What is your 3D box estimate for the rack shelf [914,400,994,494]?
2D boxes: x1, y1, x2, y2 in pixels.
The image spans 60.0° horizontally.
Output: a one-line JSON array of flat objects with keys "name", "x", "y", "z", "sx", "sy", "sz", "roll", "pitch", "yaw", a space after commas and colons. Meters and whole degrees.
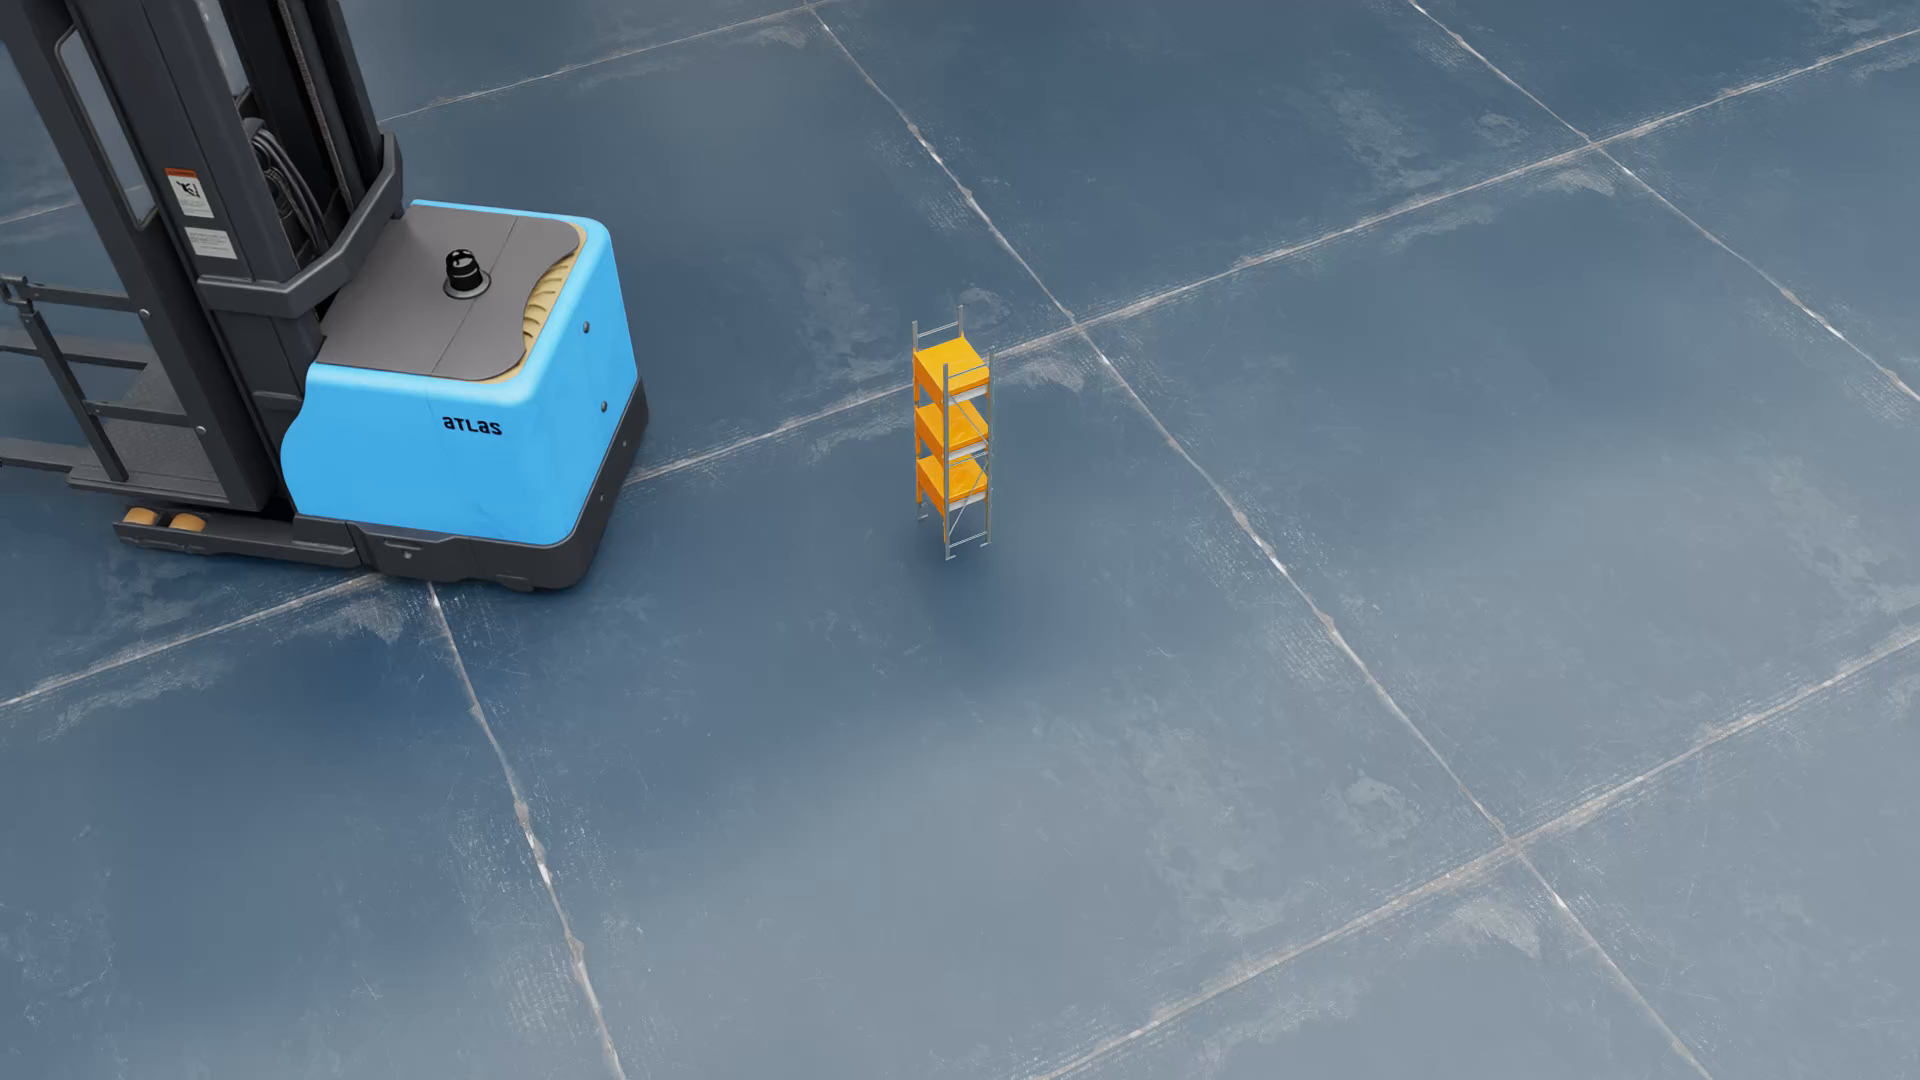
[{"name": "rack shelf", "x": -0.024, "y": -0.374, "z": 6.287, "sx": 0.215, "sy": 0.259, "sz": 0.240, "roll": -21, "pitch": 52, "yaw": -18}]

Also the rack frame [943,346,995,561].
[{"name": "rack frame", "x": 0.031, "y": -0.300, "z": 6.207, "sx": 0.200, "sy": 1.050, "sz": 0.008, "roll": -21, "pitch": 52, "yaw": -18}]

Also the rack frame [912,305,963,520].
[{"name": "rack frame", "x": -0.080, "y": -0.463, "z": 6.350, "sx": 0.200, "sy": 1.050, "sz": 0.008, "roll": -21, "pitch": 52, "yaw": -18}]

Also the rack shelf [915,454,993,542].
[{"name": "rack shelf", "x": -0.024, "y": -0.191, "z": 6.496, "sx": 0.215, "sy": 0.259, "sz": 0.240, "roll": -21, "pitch": 52, "yaw": -18}]

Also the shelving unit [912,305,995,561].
[{"name": "shelving unit", "x": -0.024, "y": -0.381, "z": 6.279, "sx": 0.215, "sy": 1.050, "sz": 0.252, "roll": -21, "pitch": 52, "yaw": -18}]

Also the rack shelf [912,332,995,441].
[{"name": "rack shelf", "x": -0.024, "y": -0.561, "z": 6.073, "sx": 0.215, "sy": 0.259, "sz": 0.240, "roll": -21, "pitch": 52, "yaw": -18}]

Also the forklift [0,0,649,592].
[{"name": "forklift", "x": -2.872, "y": -1.296, "z": 5.829, "sx": 3.031, "sy": 2.935, "sz": 1.130, "roll": 7, "pitch": 49, "yaw": 6}]
